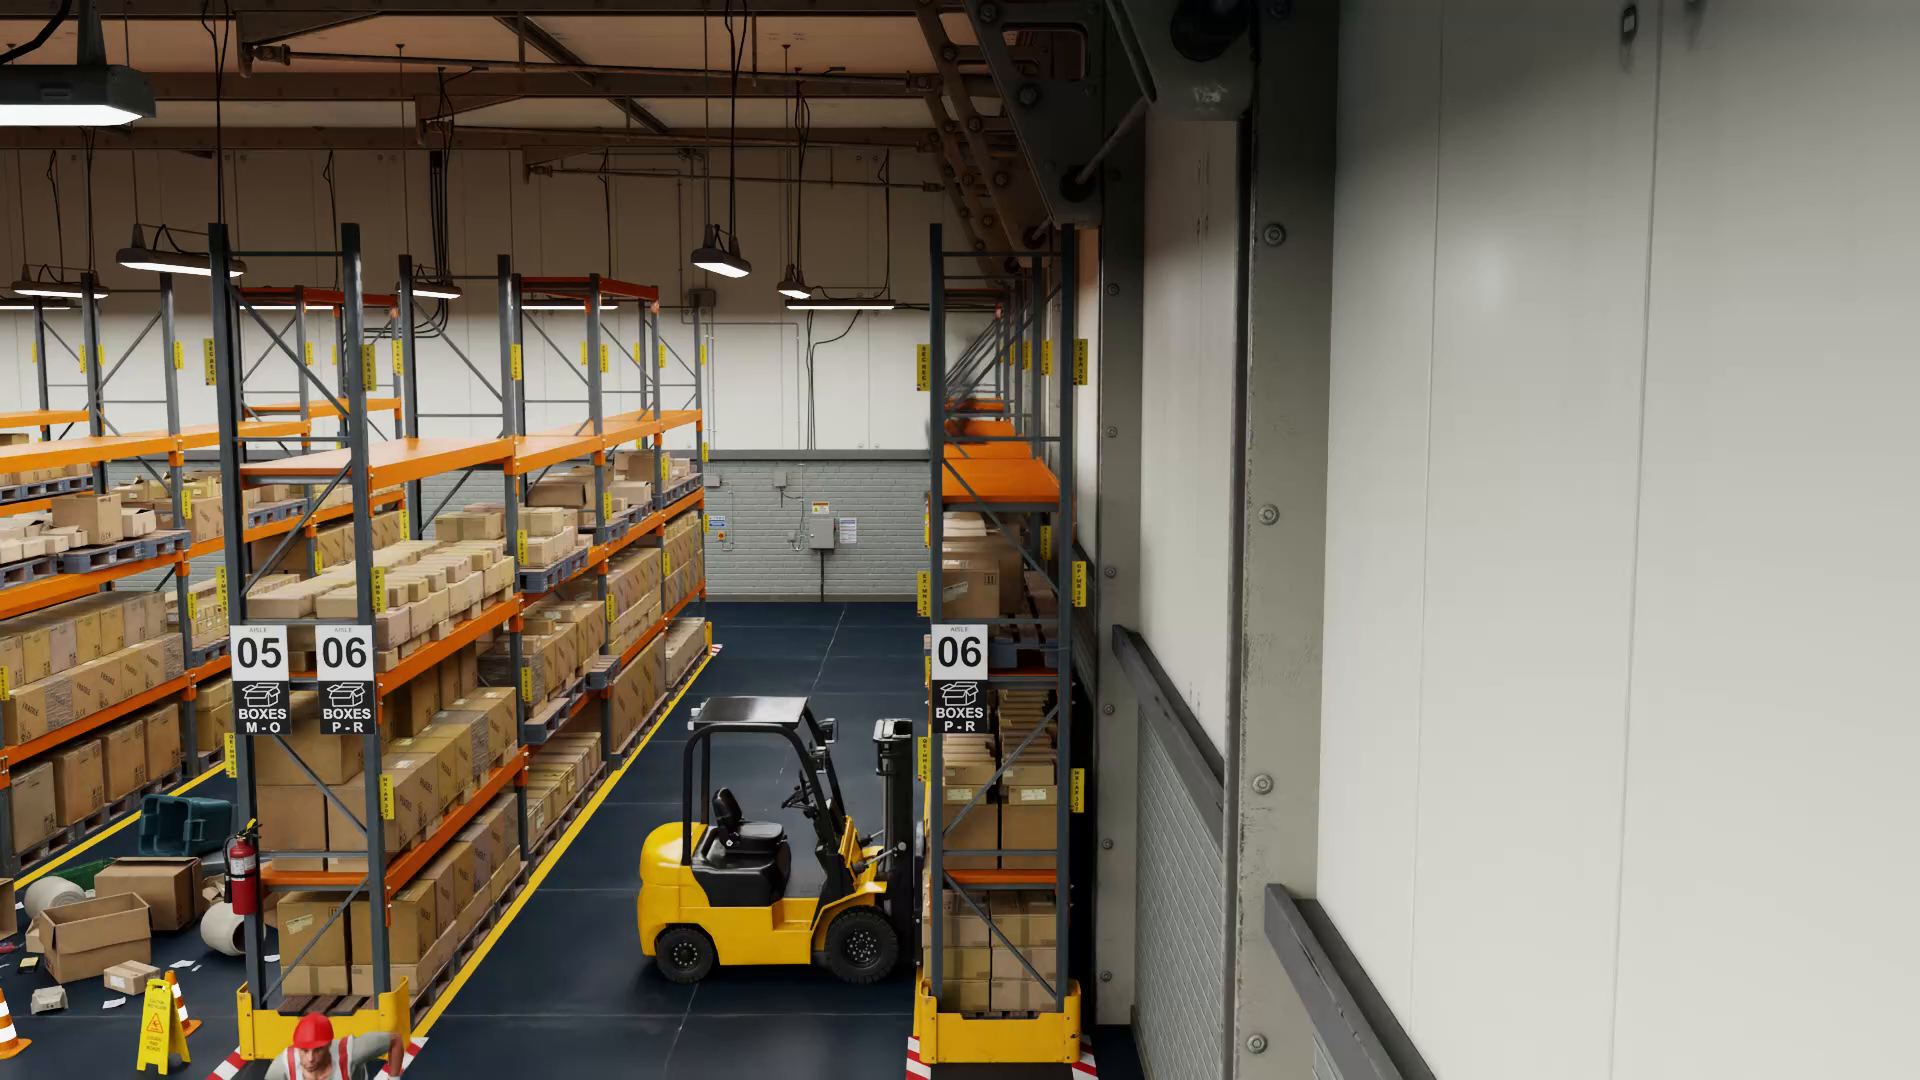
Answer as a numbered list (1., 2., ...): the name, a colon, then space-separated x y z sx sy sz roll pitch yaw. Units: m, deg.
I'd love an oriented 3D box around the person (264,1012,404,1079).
1. person: -3.414 3.300 9.167 0.707 1.713 1.016 -1 7 -6
